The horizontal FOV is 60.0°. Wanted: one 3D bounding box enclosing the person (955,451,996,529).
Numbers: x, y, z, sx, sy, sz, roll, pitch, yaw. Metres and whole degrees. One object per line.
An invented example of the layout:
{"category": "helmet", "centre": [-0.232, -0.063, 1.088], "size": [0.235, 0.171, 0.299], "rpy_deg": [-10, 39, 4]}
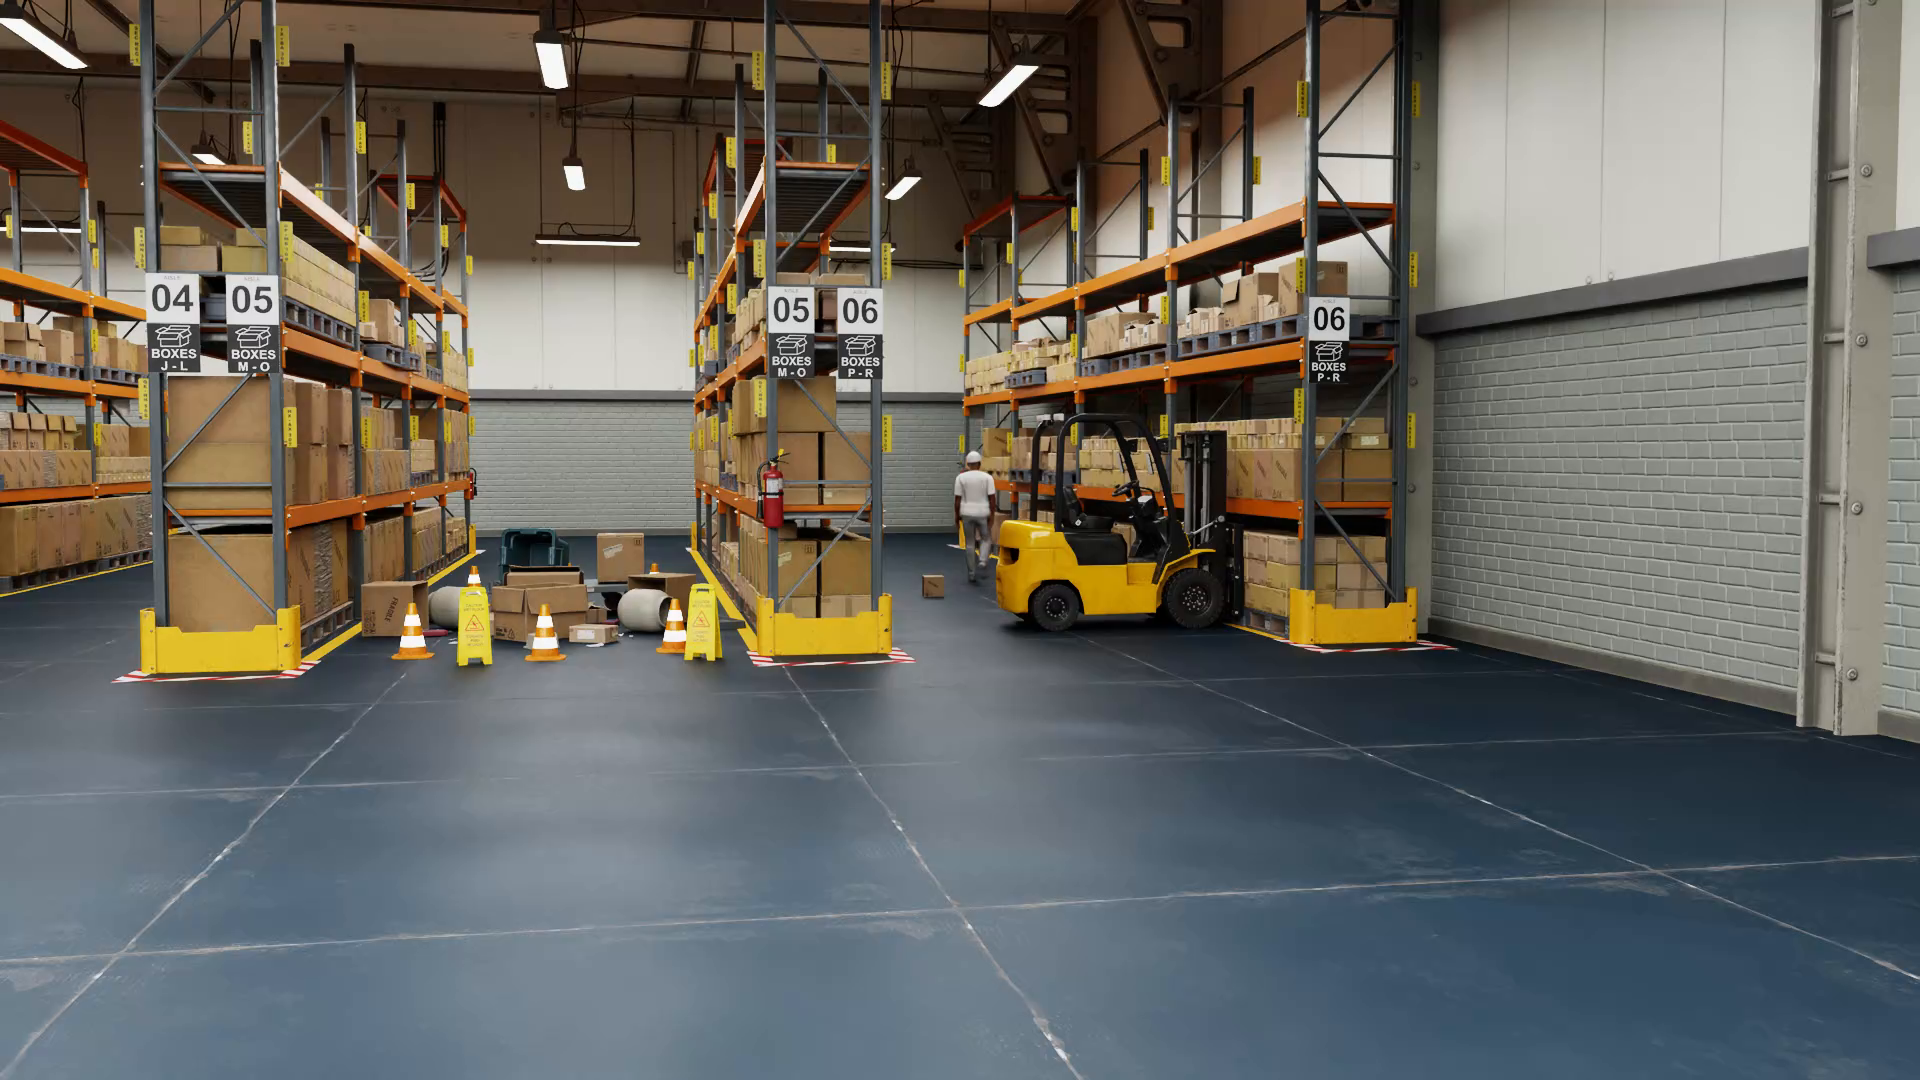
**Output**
{"category": "person", "centre": [0.209, -0.680, 22.776], "size": [0.568, 1.069, 0.347], "rpy_deg": [0, 3, 4]}
